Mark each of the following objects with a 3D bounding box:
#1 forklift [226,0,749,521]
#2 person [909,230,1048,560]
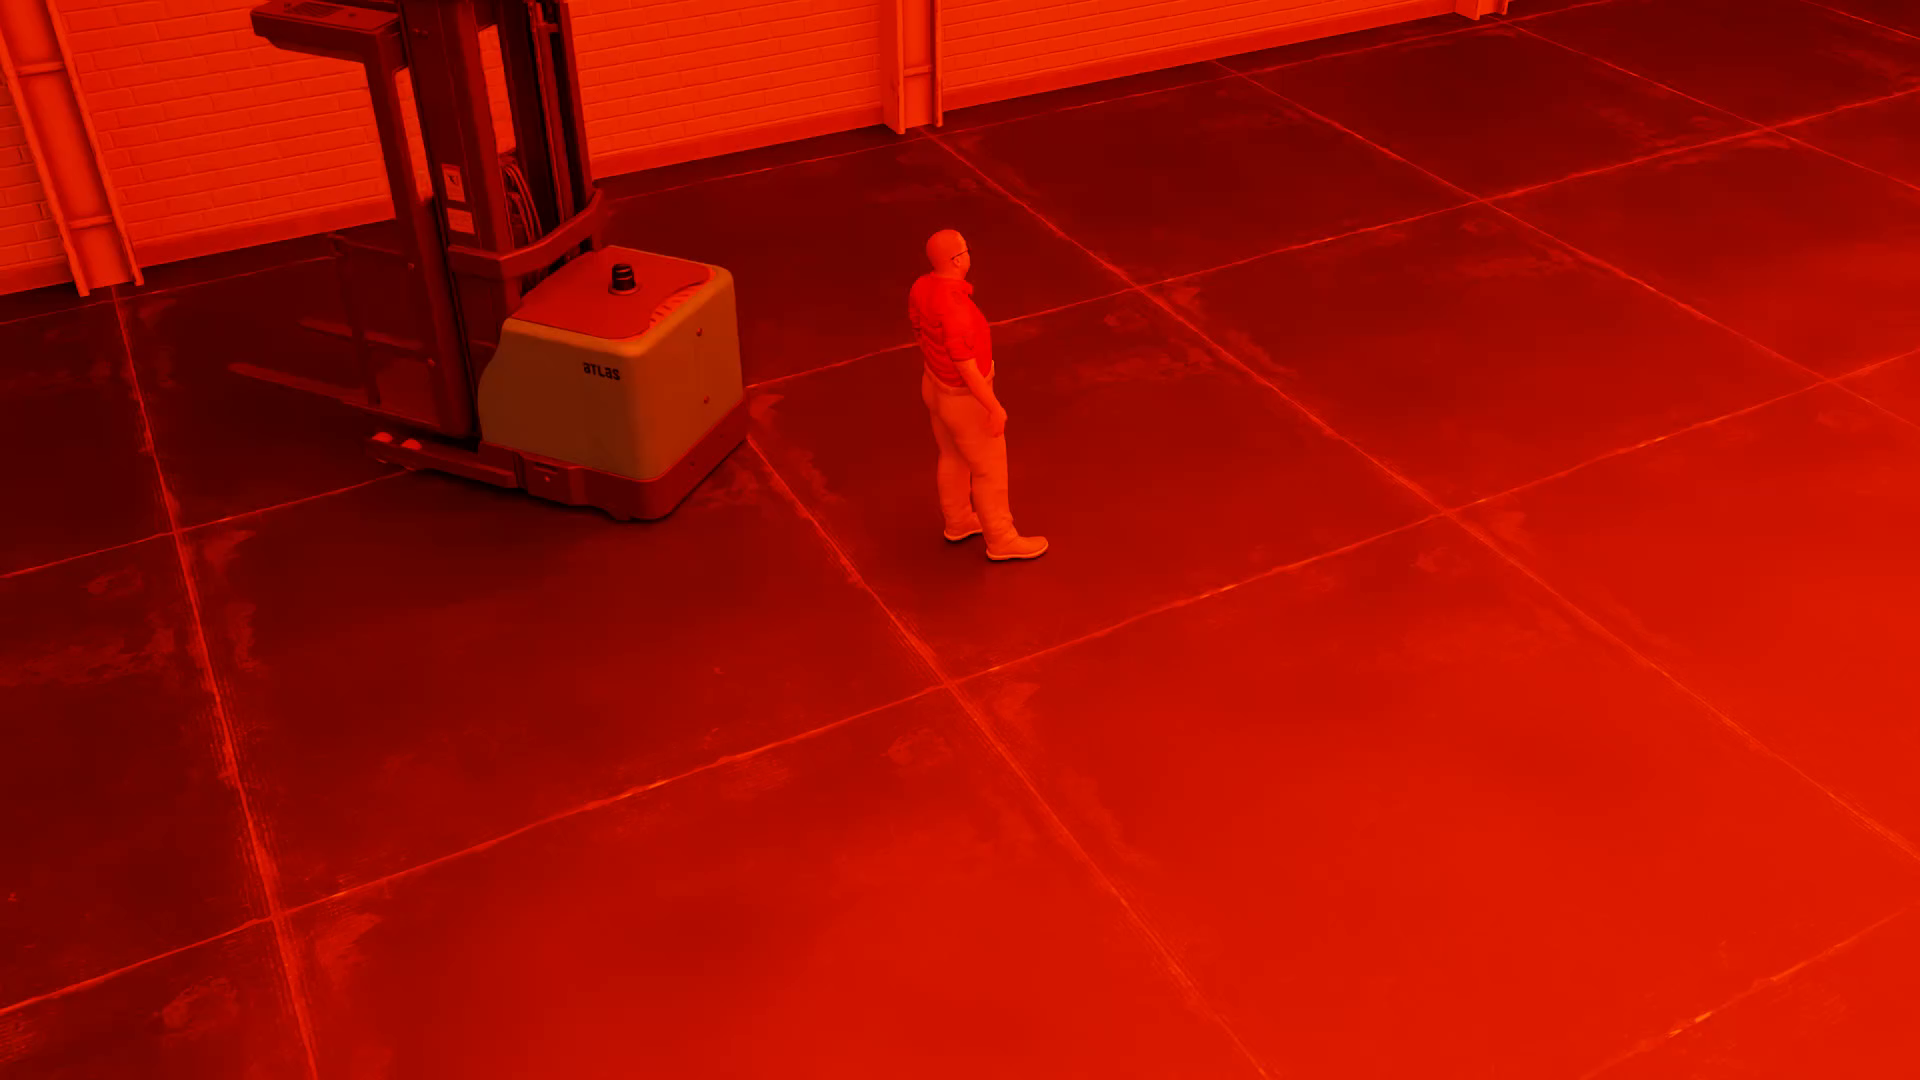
[{"bbox_3d":[-2.757,-1.847,8.737,3.031,2.935,1.130,14,38,19],"label":"forklift"},{"bbox_3d":[0.085,-0.730,8.185,0.551,1.727,0.640,-17,39,-23],"label":"person"}]
